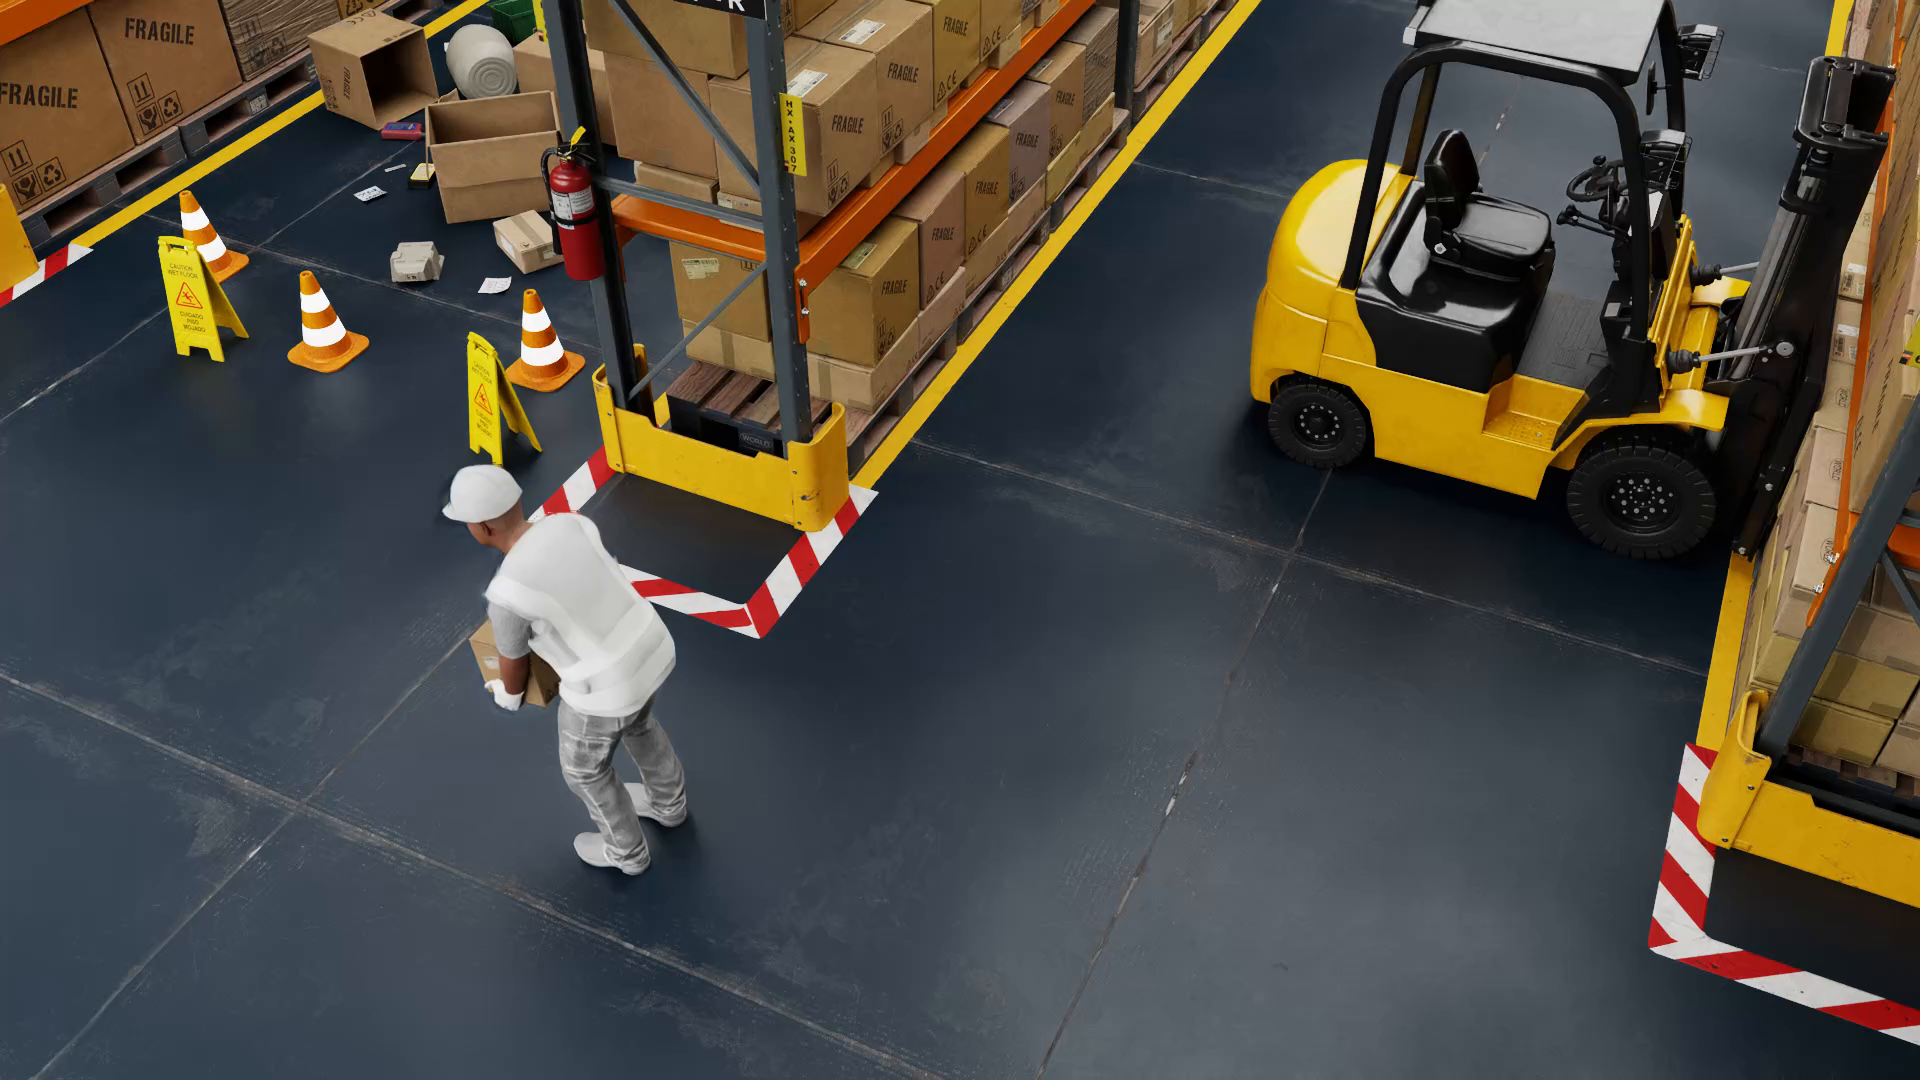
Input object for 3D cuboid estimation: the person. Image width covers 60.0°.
[{"bbox_3d":[-1.328,0.453,5.719,0.696,1.668,0.486,17,44,18],"label":"person"}]
